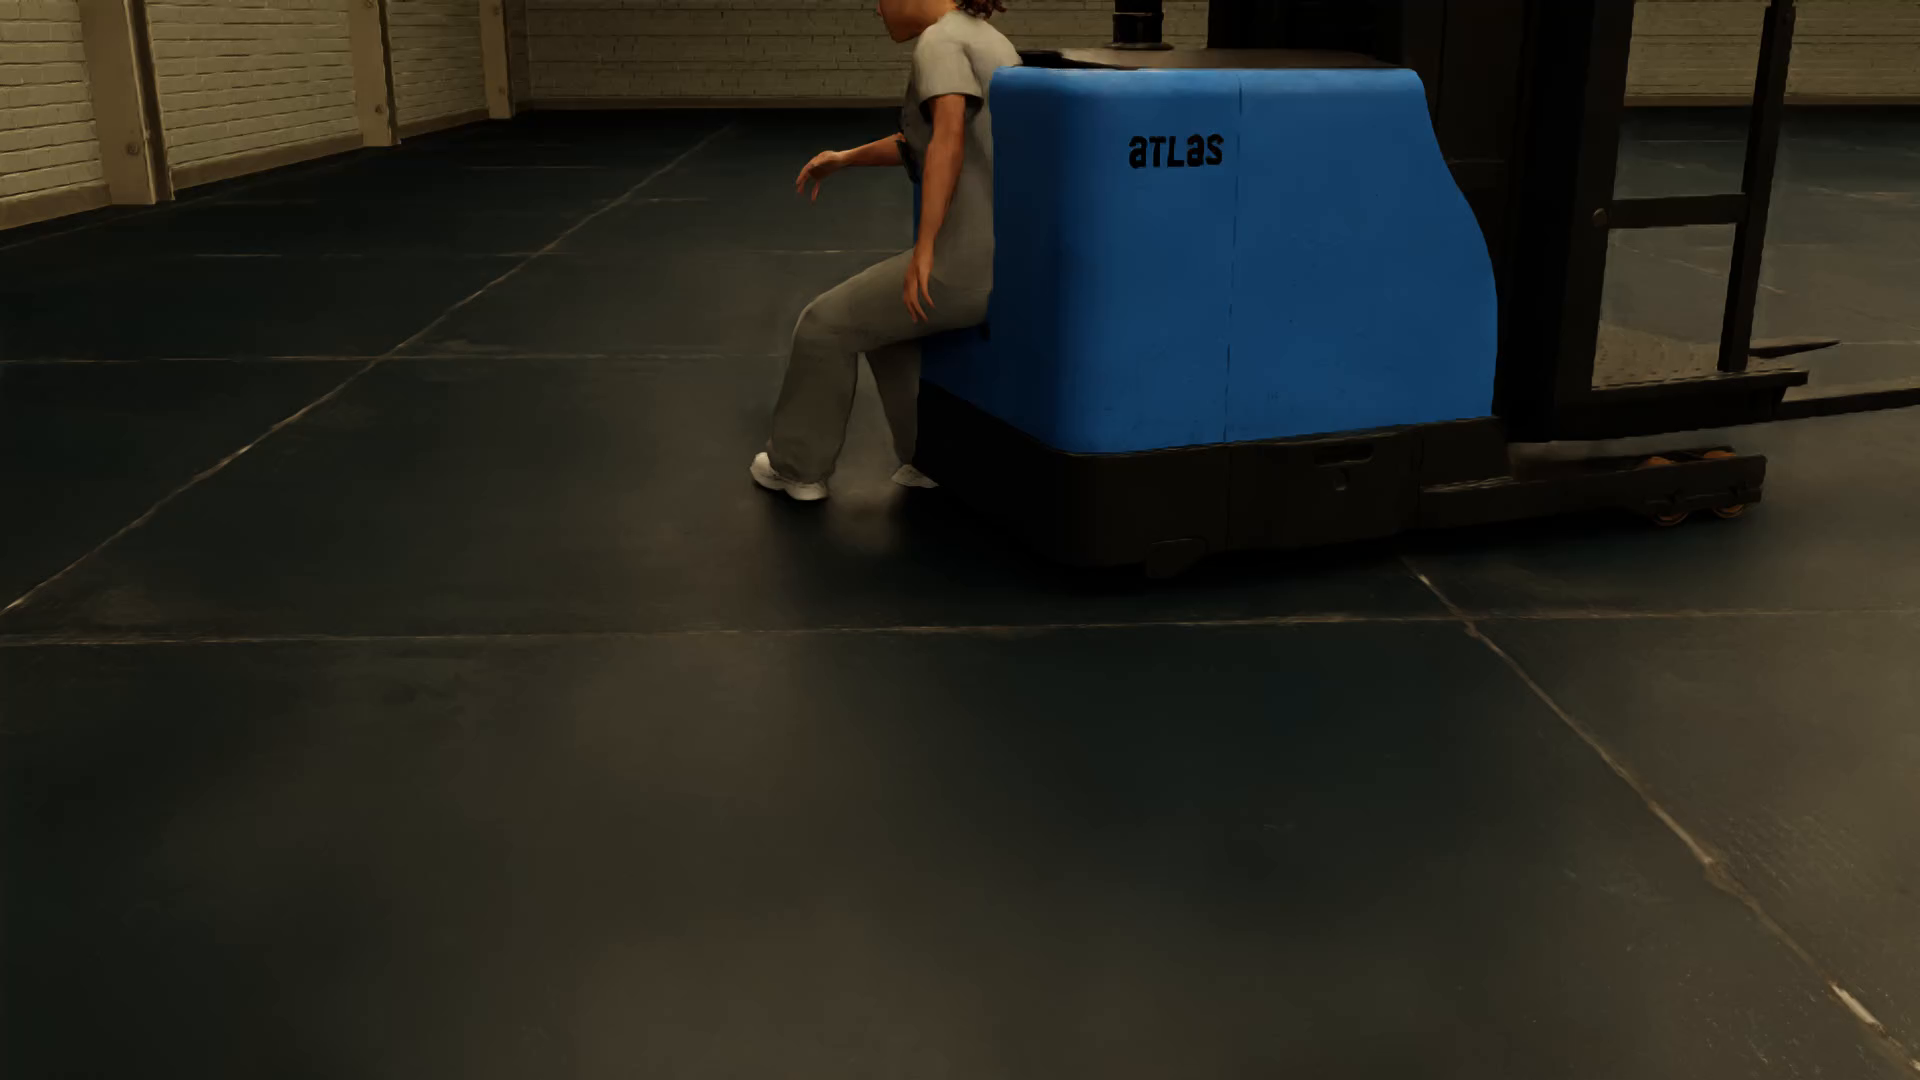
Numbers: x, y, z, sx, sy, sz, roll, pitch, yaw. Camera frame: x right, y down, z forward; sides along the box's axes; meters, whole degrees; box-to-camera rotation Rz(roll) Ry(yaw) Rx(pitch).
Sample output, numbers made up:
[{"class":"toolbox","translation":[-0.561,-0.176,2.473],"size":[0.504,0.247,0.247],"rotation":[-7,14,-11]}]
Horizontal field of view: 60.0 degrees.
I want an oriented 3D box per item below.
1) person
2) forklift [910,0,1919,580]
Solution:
[{"class":"person","translation":[-0.224,-0.696,3.919],"size":[0.868,1.446,0.833],"rotation":[7,18,22]},{"class":"forklift","translation":[1.438,-1.572,4.045],"size":[3.031,2.935,1.130],"rotation":[-7,18,-21]}]
